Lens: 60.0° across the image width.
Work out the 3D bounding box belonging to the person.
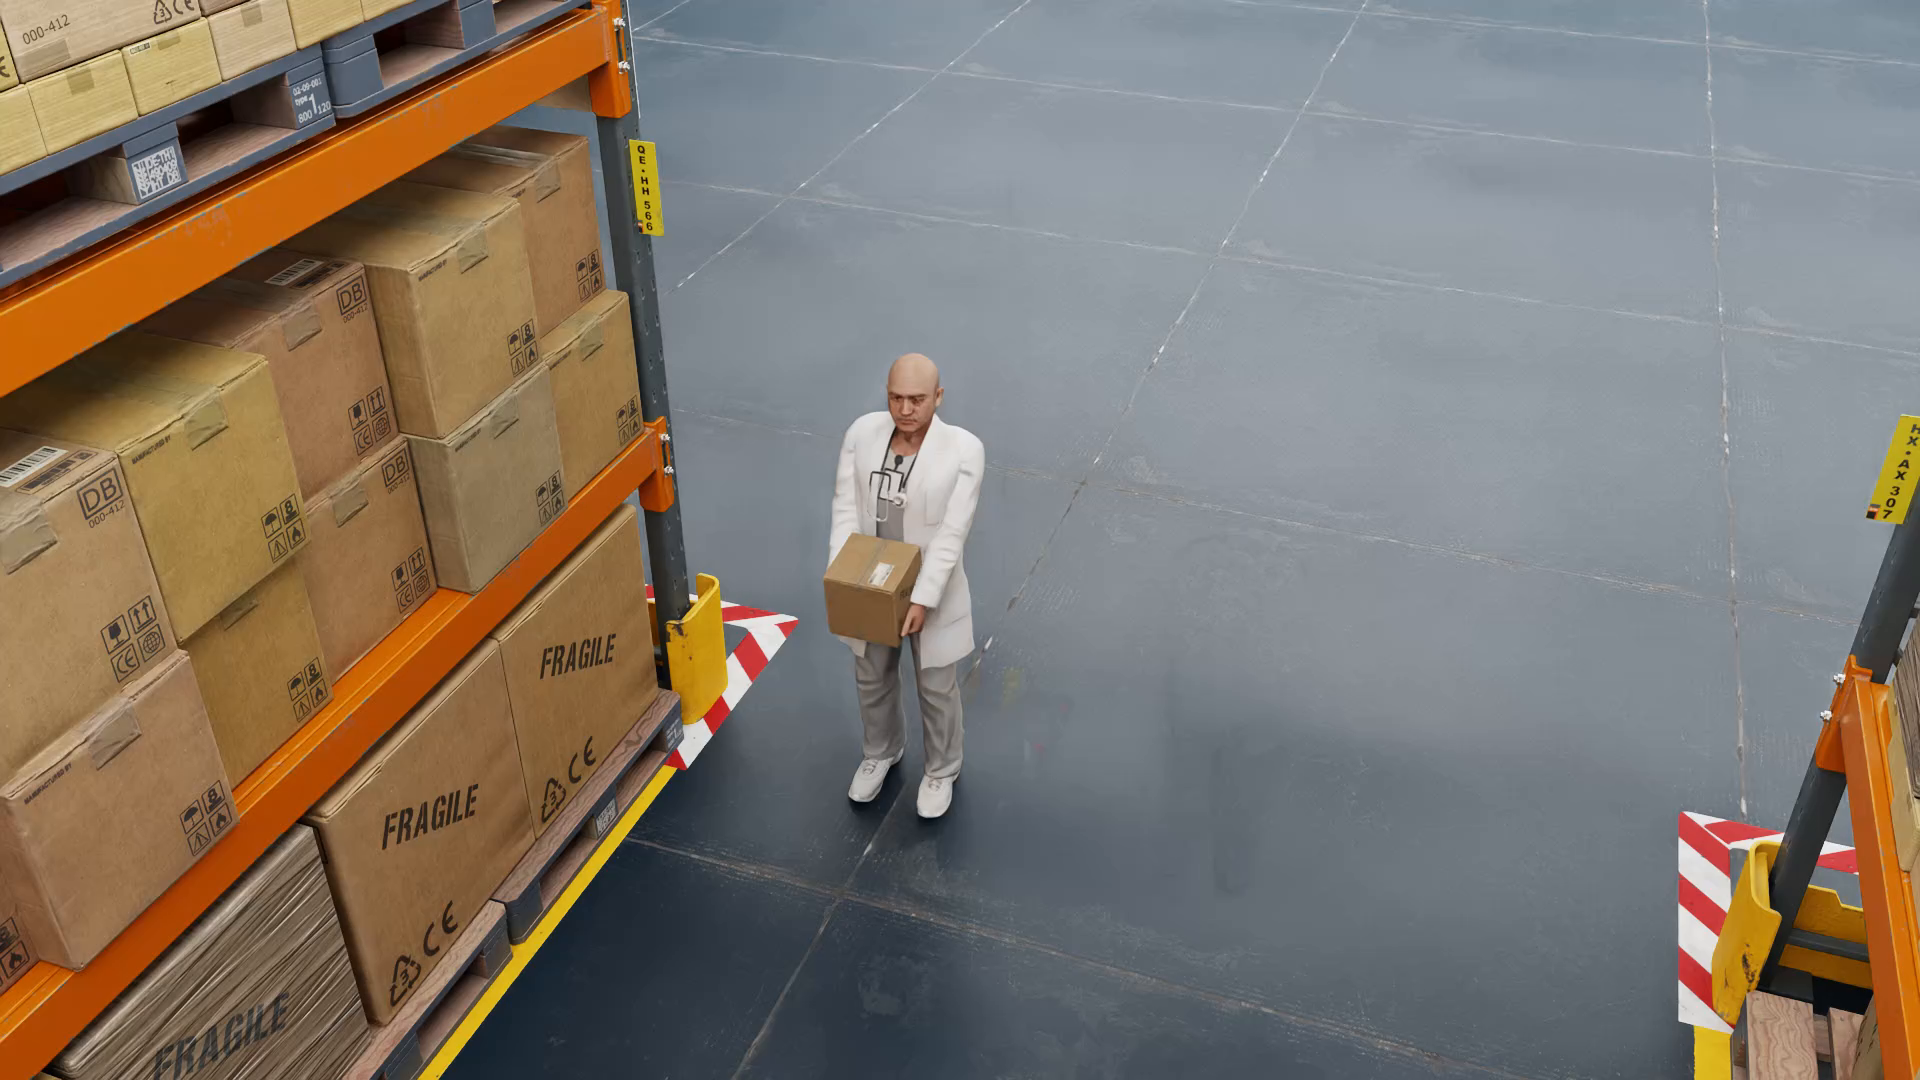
[{"bbox_3d":[-0.217,0.223,5.811,0.525,1.777,0.543,11,34,17],"label":"person"}]
